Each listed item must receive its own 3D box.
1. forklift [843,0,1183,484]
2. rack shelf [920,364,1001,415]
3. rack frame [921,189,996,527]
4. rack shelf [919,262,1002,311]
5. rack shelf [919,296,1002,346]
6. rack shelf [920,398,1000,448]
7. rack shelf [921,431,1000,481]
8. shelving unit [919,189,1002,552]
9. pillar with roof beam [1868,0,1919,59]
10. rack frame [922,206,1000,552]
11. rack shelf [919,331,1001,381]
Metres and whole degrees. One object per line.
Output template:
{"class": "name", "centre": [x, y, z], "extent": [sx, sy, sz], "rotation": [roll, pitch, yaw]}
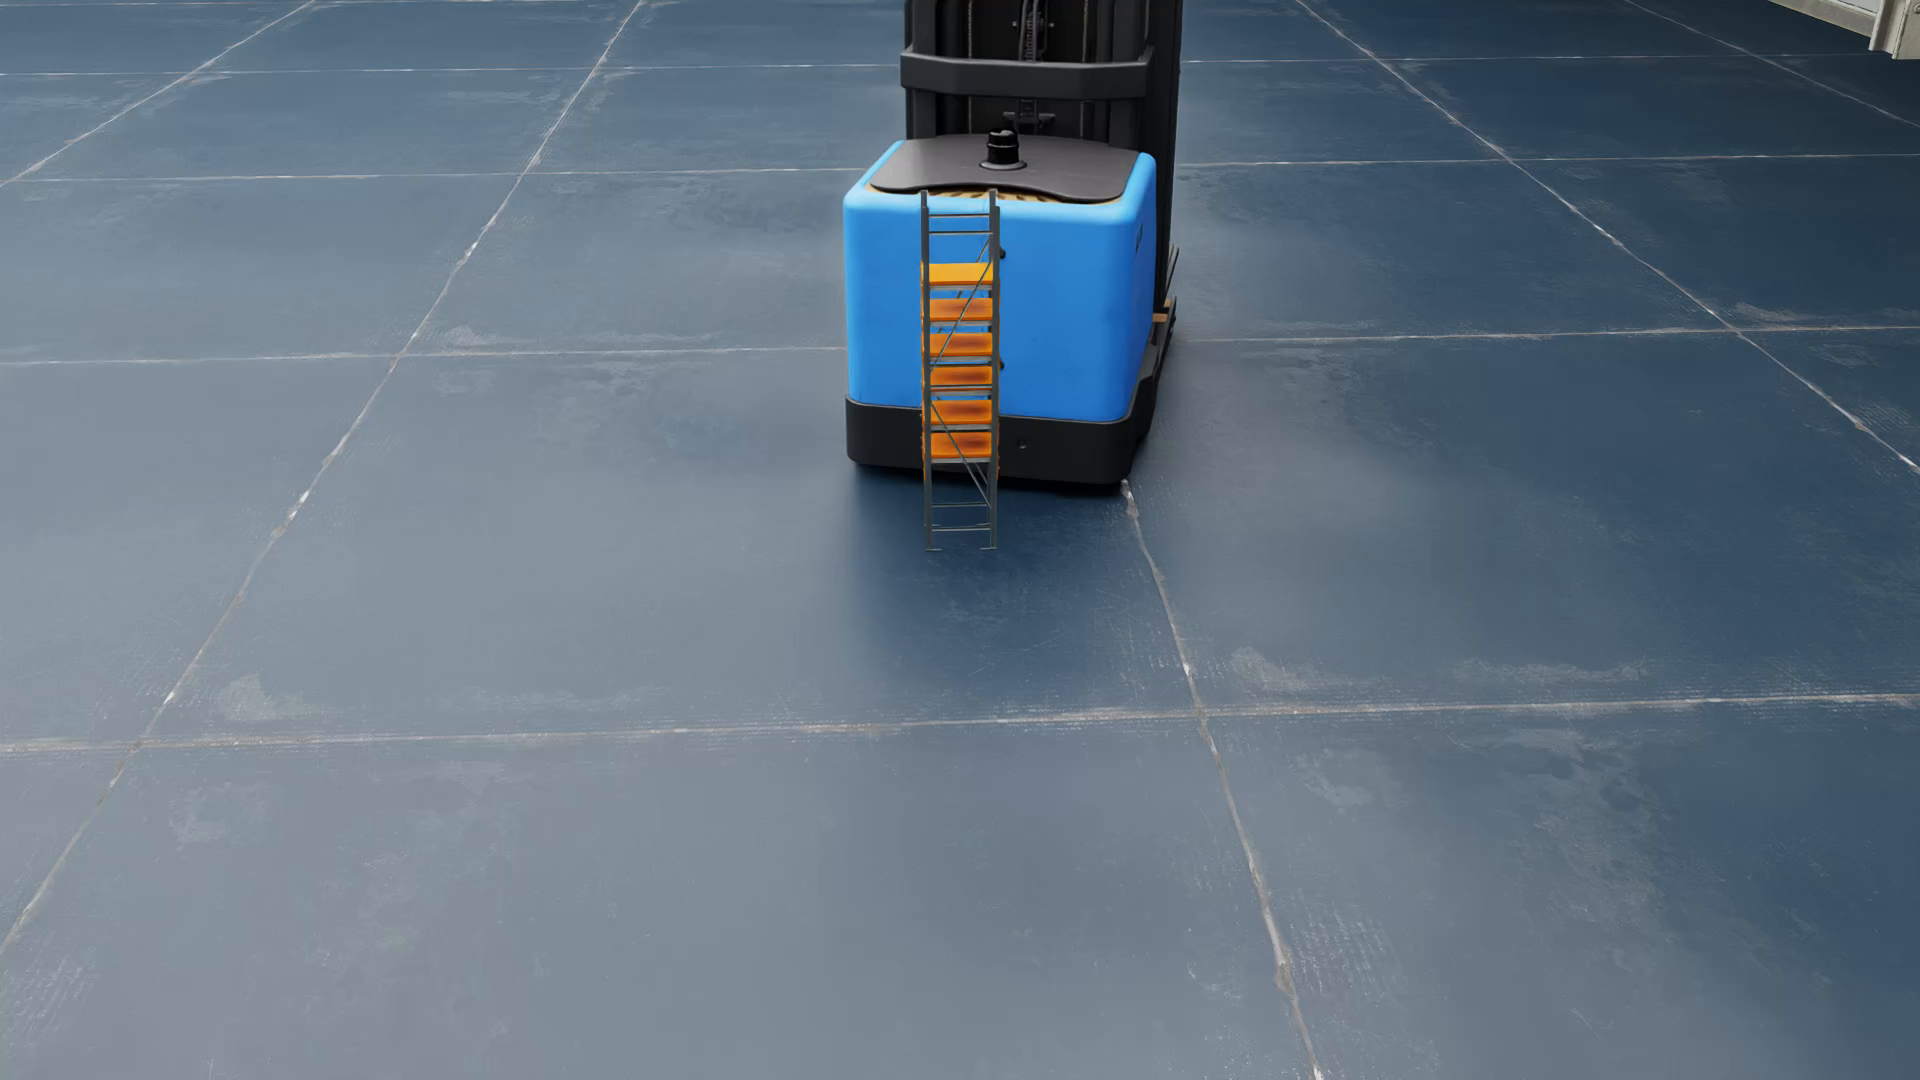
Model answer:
{"class": "forklift", "centre": [0.370, -2.160, 6.722], "extent": [1.130, 2.935, 3.031], "rotation": [5, 28, 10]}
{"class": "rack shelf", "centre": [-0.001, -0.499, 5.506], "extent": [0.258, 0.103, 0.180], "rotation": [-1, 28, -3]}
{"class": "rack frame", "centre": [-0.006, -0.581, 5.566], "extent": [0.240, 1.200, 0.006], "rotation": [-1, 28, -3]}
{"class": "rack shelf", "centre": [-0.001, -0.818, 5.339], "extent": [0.258, 0.103, 0.180], "rotation": [-1, 28, -3]}
{"class": "rack shelf", "centre": [-0.001, -0.712, 5.395], "extent": [0.258, 0.103, 0.180], "rotation": [-1, 28, -3]}
{"class": "rack shelf", "centre": [-0.001, -0.393, 5.561], "extent": [0.258, 0.103, 0.180], "rotation": [-1, 28, -3]}
{"class": "rack shelf", "centre": [-0.001, -0.286, 5.617], "extent": [0.258, 0.103, 0.180], "rotation": [-1, 28, -3]}
{"class": "shelving unit", "centre": [-0.001, -0.539, 5.485], "extent": [0.258, 1.200, 0.189], "rotation": [-1, 28, -3]}
{"class": "pillar with roof beam", "centre": [3.102, -7.712, 10.805], "extent": [9.100, 9.000, 0.400], "rotation": [-1, 28, -3]}
{"class": "rack frame", "centre": [0.004, -0.496, 5.404], "extent": [0.240, 1.200, 0.006], "rotation": [-1, 28, -3]}
{"class": "rack shelf", "centre": [-0.001, -0.606, 5.450], "extent": [0.258, 0.103, 0.180], "rotation": [-1, 28, -3]}
